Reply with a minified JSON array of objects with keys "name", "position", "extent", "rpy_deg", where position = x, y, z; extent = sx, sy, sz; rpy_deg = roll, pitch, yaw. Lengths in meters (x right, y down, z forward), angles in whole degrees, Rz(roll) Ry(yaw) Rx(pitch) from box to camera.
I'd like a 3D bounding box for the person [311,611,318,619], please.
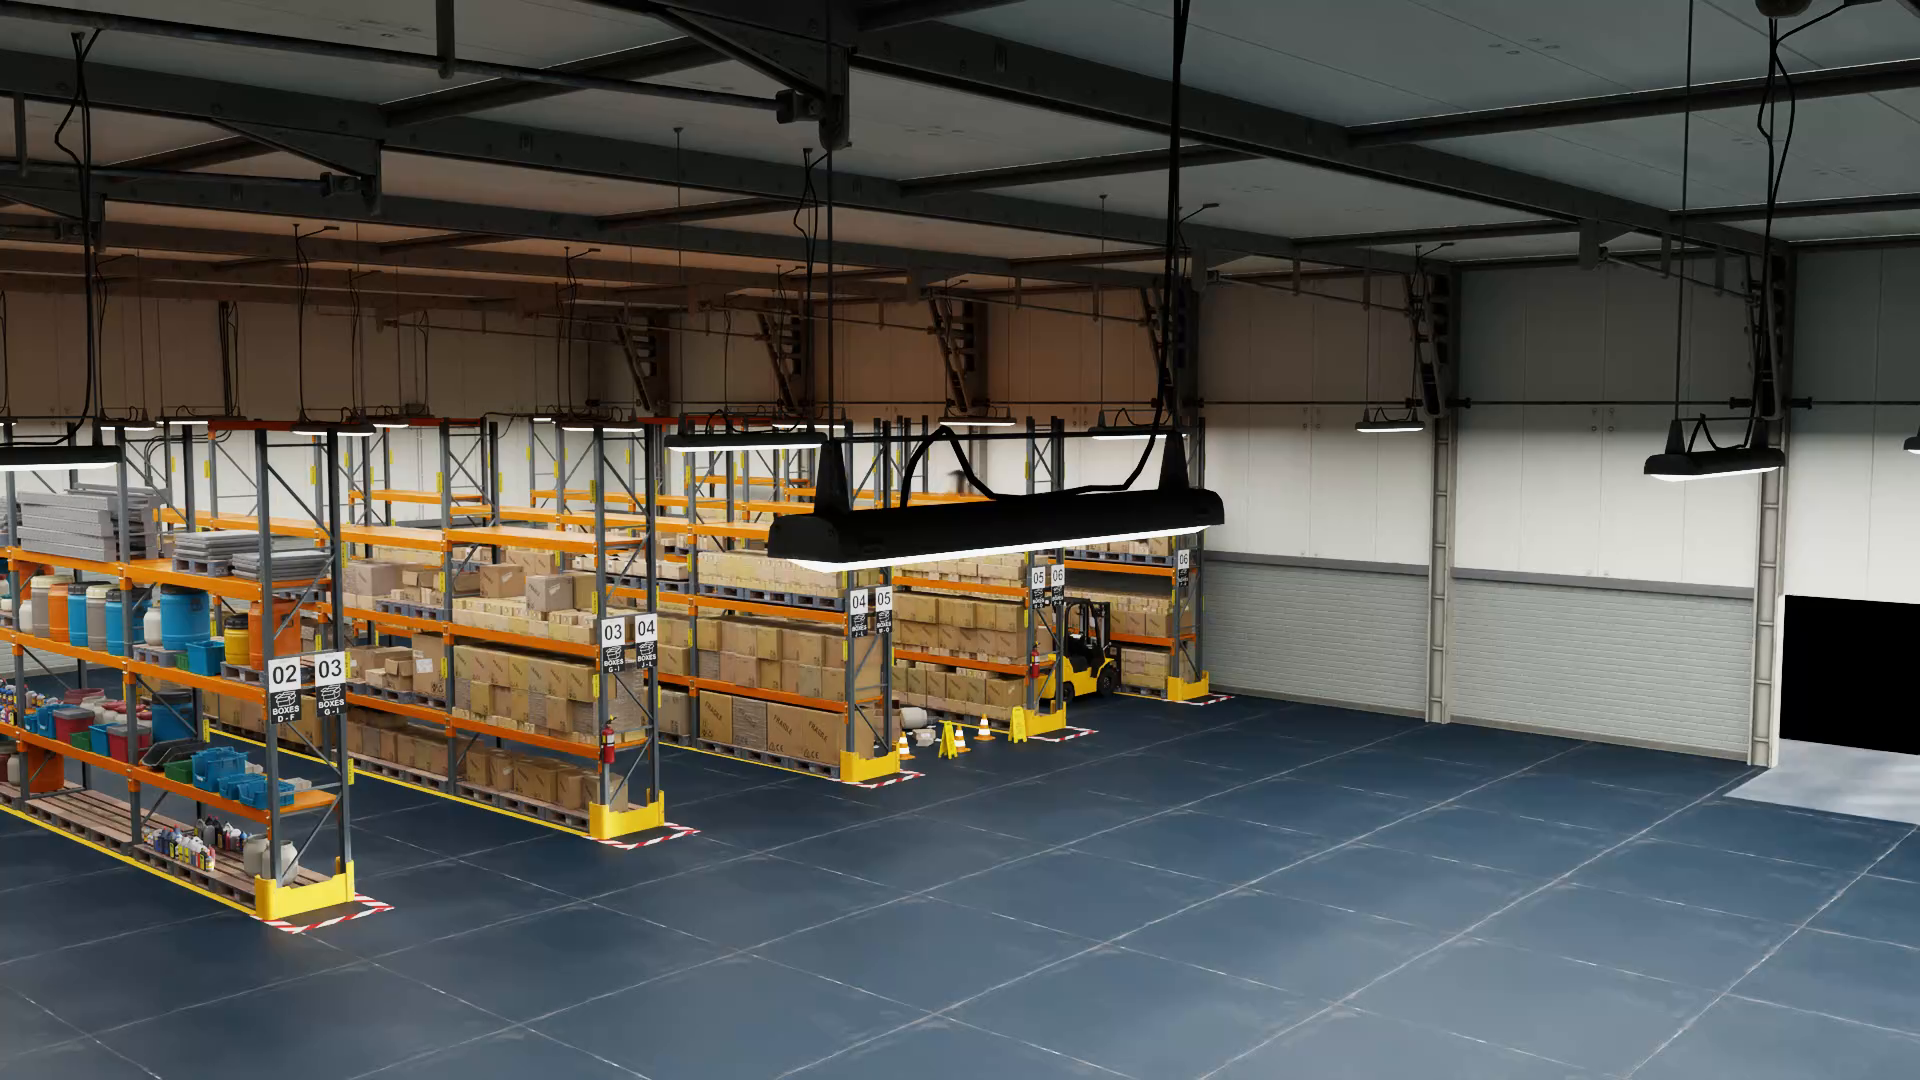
[{"name":"person","position":[-14.671,2.426,37.760],"extent":[0.533,1.622,0.658],"rpy_deg":[-3,6,-32]}]
